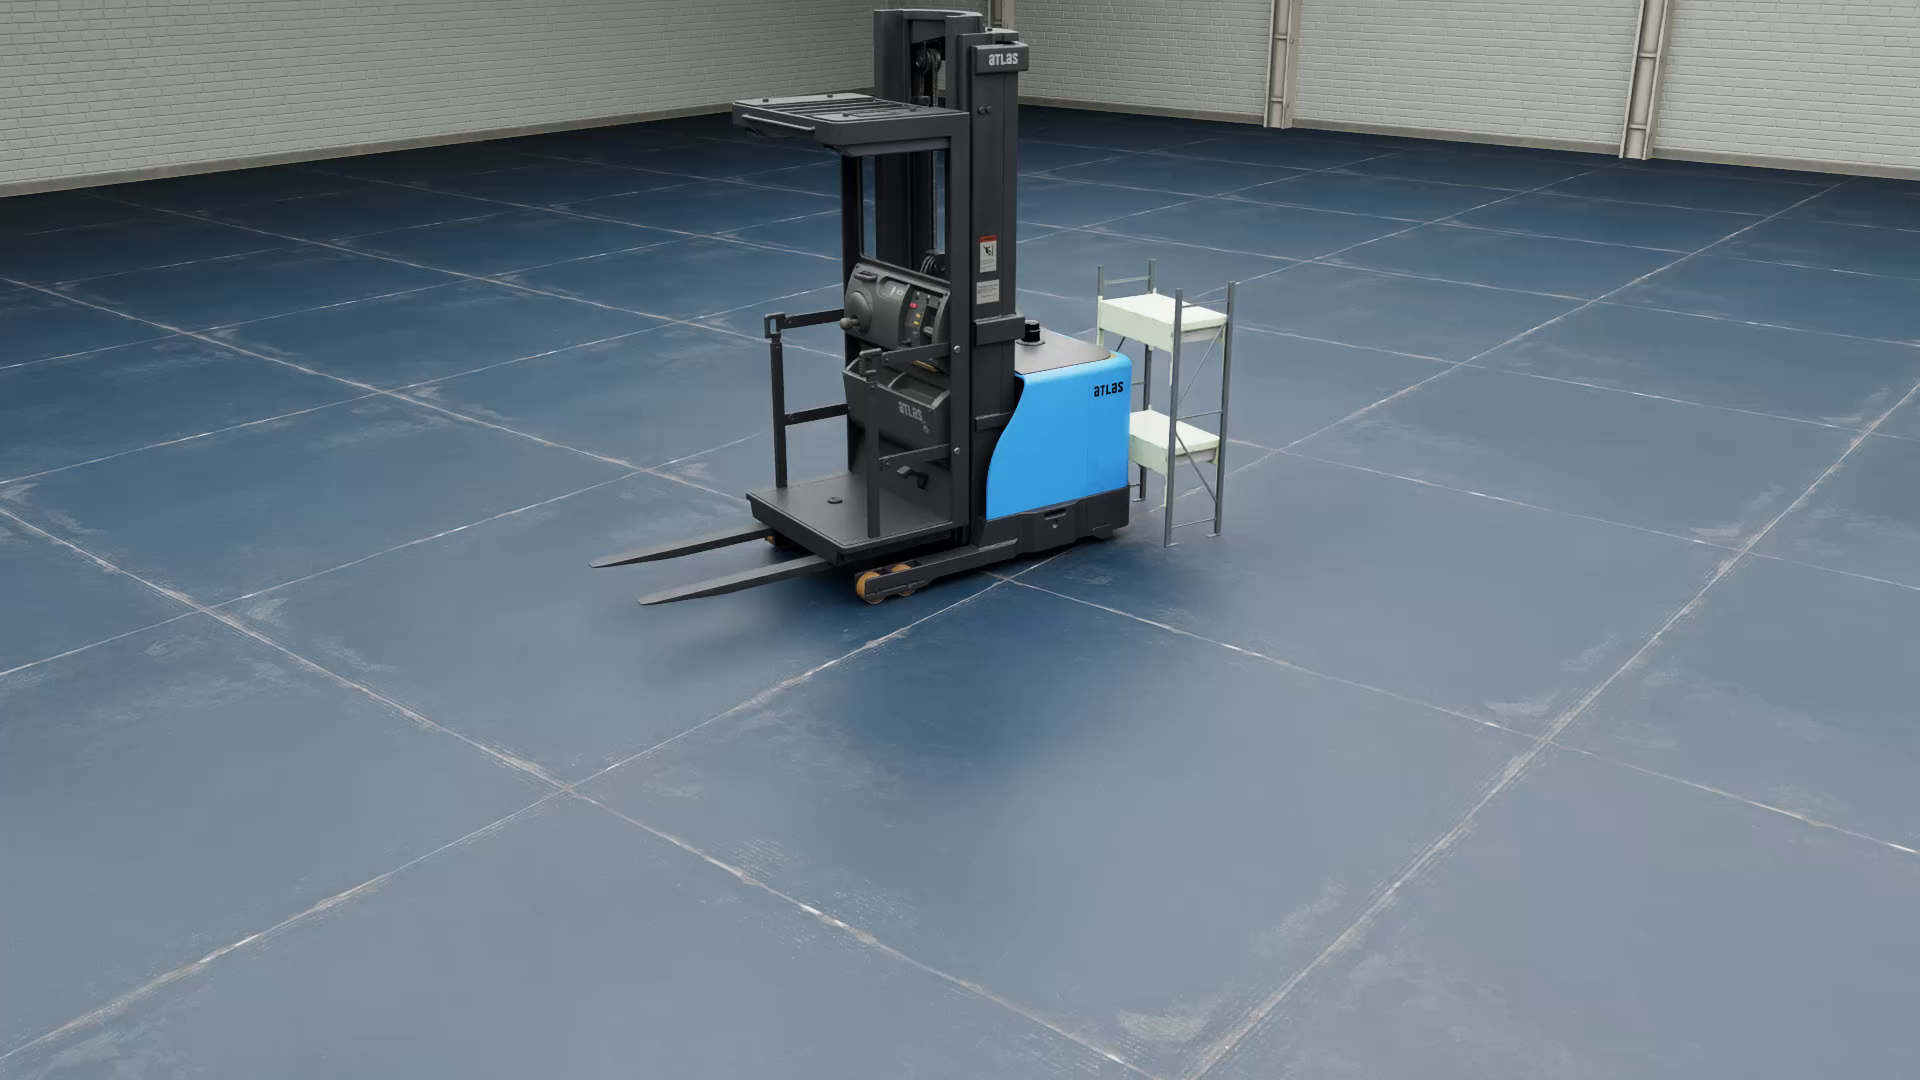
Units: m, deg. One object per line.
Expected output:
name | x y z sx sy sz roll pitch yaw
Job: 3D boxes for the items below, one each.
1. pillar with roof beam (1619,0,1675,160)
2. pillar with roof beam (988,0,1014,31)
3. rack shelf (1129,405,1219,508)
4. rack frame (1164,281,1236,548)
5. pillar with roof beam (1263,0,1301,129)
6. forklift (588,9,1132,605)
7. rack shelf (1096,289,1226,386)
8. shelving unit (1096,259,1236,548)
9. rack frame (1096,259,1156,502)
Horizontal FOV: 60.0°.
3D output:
pillar with roof beam | 7.344 -8.731 20.068 0.400 9.000 9.100 16 26 36
pillar with roof beam | -1.953 -11.408 27.168 0.400 9.000 9.100 16 26 36
rack shelf | 1.163 -0.503 9.800 0.431 0.370 0.720 -12 24 -28
rack frame | 1.350 -0.697 9.391 0.400 1.500 0.023 -12 24 -28
pillar with roof beam | 2.695 -10.070 23.618 0.400 9.000 9.100 16 26 36
forklift | -0.514 -1.246 8.818 3.031 2.935 1.130 -14 25 -32
rack shelf | 1.163 -1.173 9.548 0.431 0.370 0.720 -12 24 -28
shelving unit | 1.163 -0.808 9.685 0.431 1.500 0.755 -12 24 -28
rack frame | 0.977 -0.919 9.980 0.400 1.500 0.023 -12 24 -28
